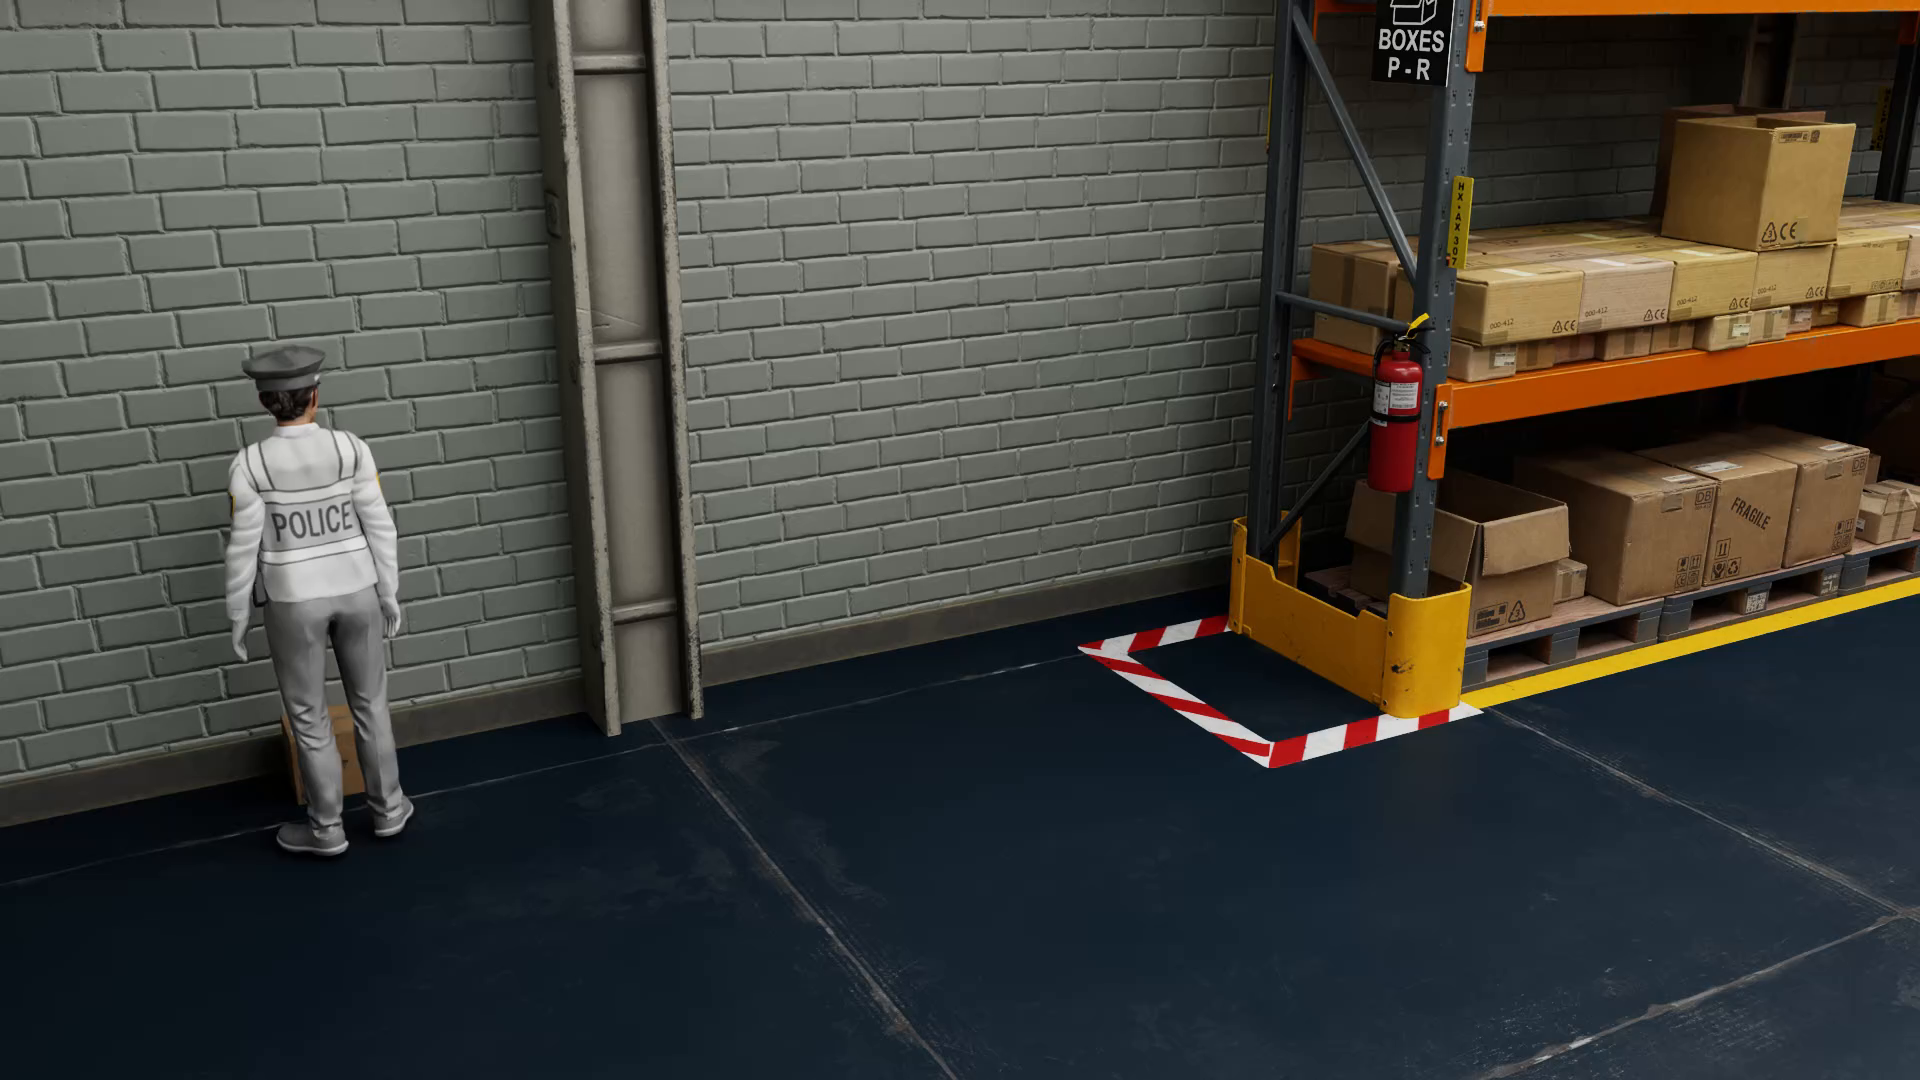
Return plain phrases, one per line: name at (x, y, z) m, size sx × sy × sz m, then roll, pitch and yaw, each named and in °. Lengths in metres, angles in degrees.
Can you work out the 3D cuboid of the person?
person at (-2.073, 0.219, 5.344) m, size 0.523 × 1.679 × 0.339 m, roll -13°, pitch 22°, yaw -34°
